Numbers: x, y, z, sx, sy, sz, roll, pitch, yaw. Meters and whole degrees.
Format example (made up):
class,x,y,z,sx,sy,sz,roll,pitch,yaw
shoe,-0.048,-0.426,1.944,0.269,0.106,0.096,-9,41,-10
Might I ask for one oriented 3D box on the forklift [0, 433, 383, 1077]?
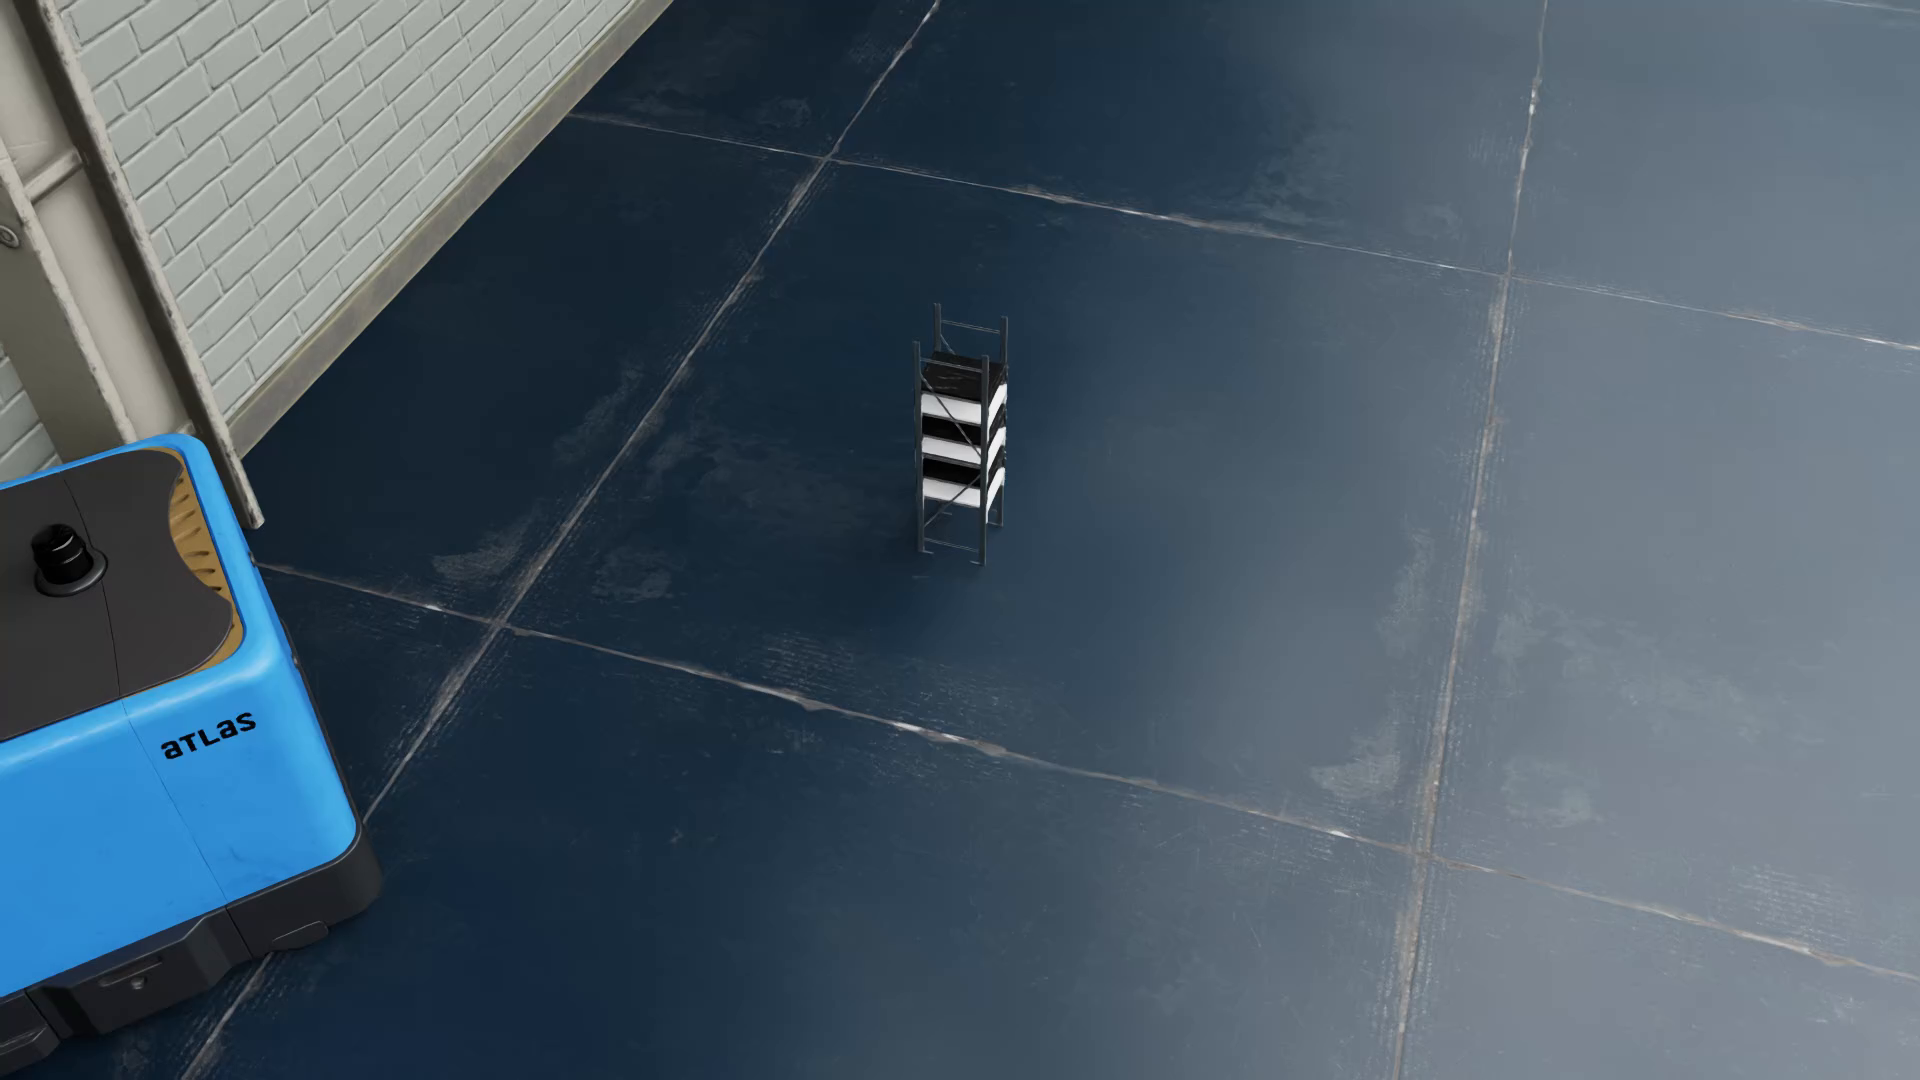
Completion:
class,x,y,z,sx,sy,sz,roll,pitch,yaw
forklift,-3.155,0.208,3.442,3.031,2.935,1.130,-22,48,-21

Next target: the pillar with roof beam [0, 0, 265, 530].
class,x,y,z,sx,sy,sz,roll,pitch,yaw
pillar with roof beam,1.466,-2.277,1.643,9.100,9.000,0.400,13,46,13

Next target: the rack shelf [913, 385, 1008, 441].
class,x,y,z,sx,sy,sz,roll,pitch,yaw
rack shelf,0.002,-0.432,5.338,0.258,0.077,0.200,13,46,12

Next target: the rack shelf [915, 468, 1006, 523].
class,x,y,z,sx,sy,sz,roll,pitch,yaw
rack shelf,0.002,-0.175,5.590,0.258,0.077,0.200,13,46,12

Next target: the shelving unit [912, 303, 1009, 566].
class,x,y,z,sx,sy,sz,roll,pitch,yaw
shelving unit,0.002,-0.327,5.441,0.258,0.900,0.210,13,46,12

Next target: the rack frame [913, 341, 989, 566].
class,x,y,z,sx,sy,sz,roll,pitch,yaw
rack frame,-0.028,-0.259,5.372,0.240,0.900,0.006,13,46,12

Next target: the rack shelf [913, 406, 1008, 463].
class,x,y,z,sx,sy,sz,roll,pitch,yaw
rack shelf,0.002,-0.368,5.401,0.258,0.077,0.200,13,46,12

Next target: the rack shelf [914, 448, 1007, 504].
class,x,y,z,sx,sy,sz,roll,pitch,yaw
rack shelf,0.002,-0.239,5.527,0.258,0.077,0.200,13,46,12

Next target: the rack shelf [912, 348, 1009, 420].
class,x,y,z,sx,sy,sz,roll,pitch,yaw
rack shelf,0.002,-0.496,5.275,0.258,0.077,0.200,13,46,12

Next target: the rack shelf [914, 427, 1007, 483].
class,x,y,z,sx,sy,sz,roll,pitch,yaw
rack shelf,0.002,-0.303,5.464,0.258,0.077,0.200,13,46,12

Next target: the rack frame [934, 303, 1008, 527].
class,x,y,z,sx,sy,sz,roll,pitch,yaw
rack frame,0.033,-0.395,5.510,0.240,0.900,0.006,13,46,12
